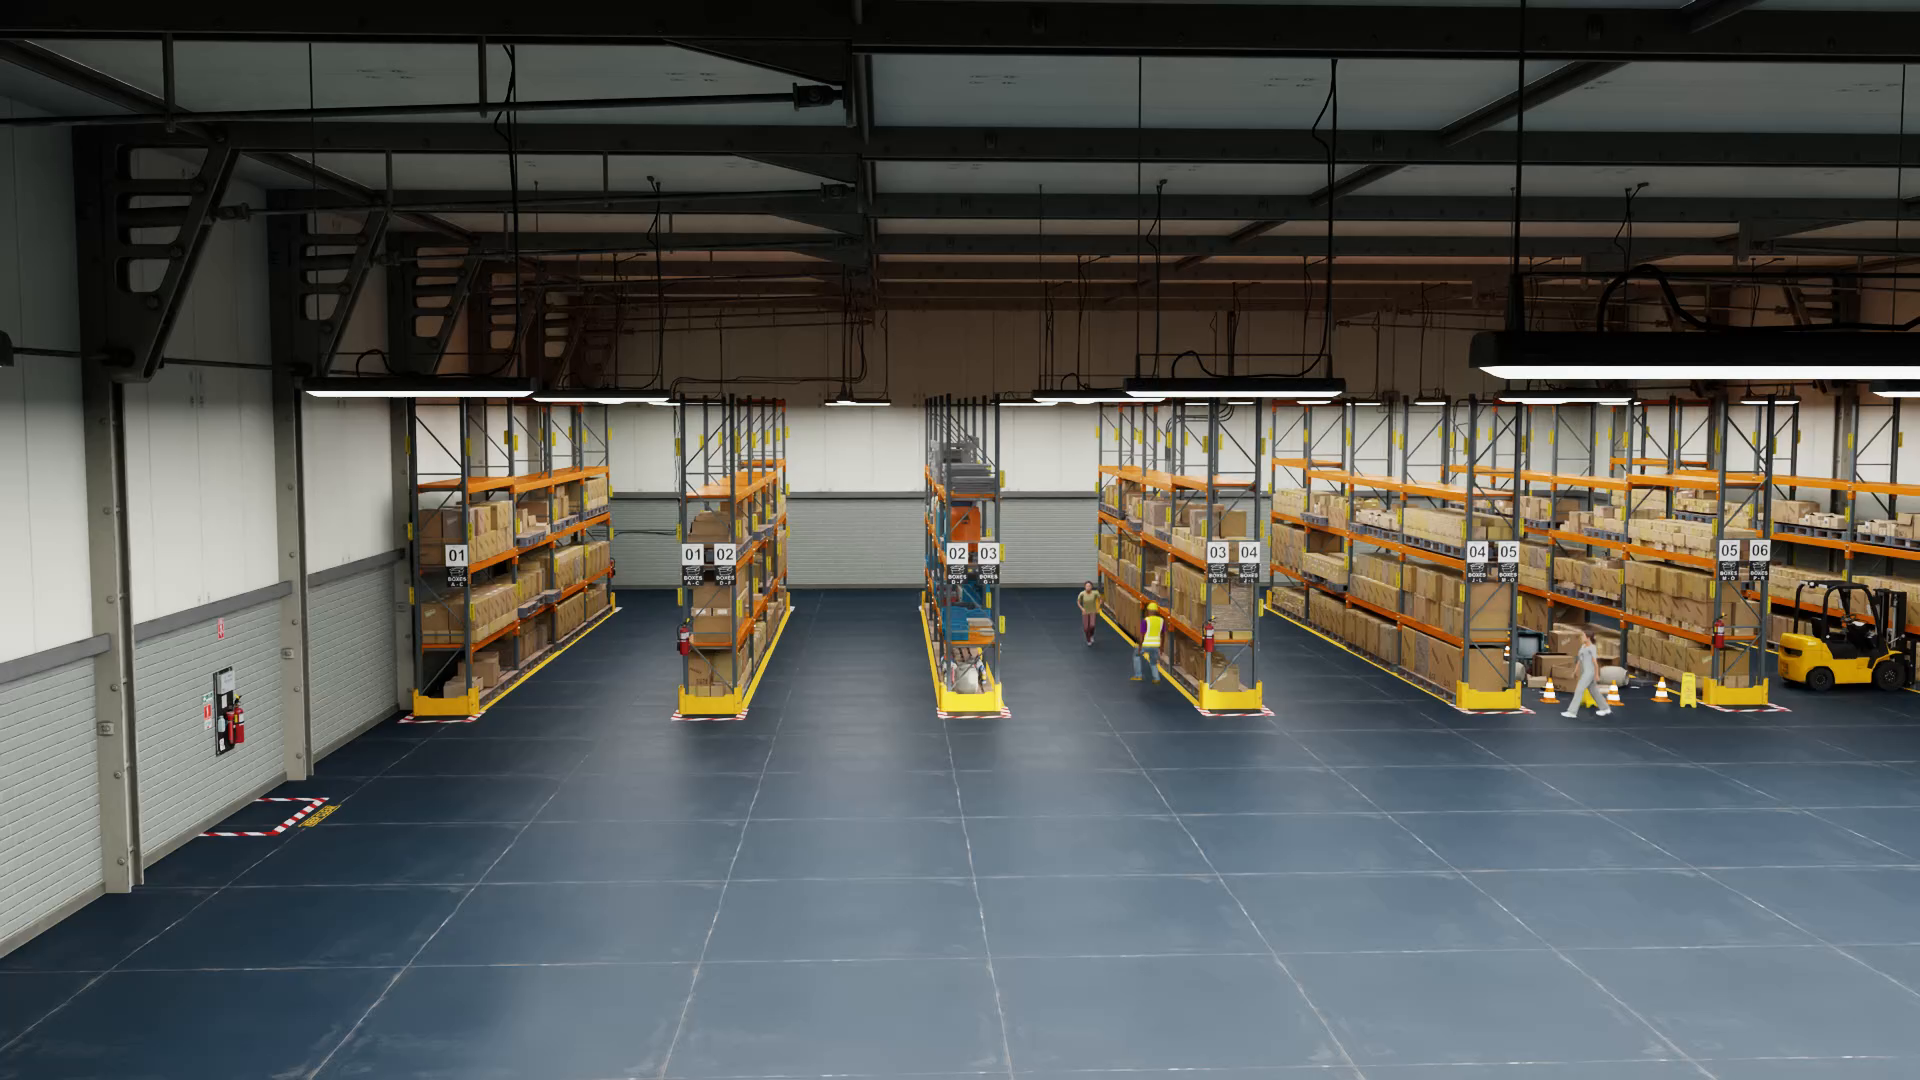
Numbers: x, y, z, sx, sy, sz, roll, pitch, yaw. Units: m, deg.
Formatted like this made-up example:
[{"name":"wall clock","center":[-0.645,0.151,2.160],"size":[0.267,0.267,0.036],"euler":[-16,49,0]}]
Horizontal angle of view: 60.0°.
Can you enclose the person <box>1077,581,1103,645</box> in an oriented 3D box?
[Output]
[{"name":"person","center":[3.141,1.765,40.148],"size":[0.618,1.583,0.680],"euler":[1,5,7]}]

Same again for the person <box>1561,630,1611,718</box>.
[{"name":"person","center":[11.599,2.470,30.774],"size":[0.997,1.628,0.457],"euler":[0,5,0]}]

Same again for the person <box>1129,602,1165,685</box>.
[{"name":"person","center":[3.772,2.035,33.039],"size":[0.642,1.607,0.778],"euler":[-1,5,-10]}]
